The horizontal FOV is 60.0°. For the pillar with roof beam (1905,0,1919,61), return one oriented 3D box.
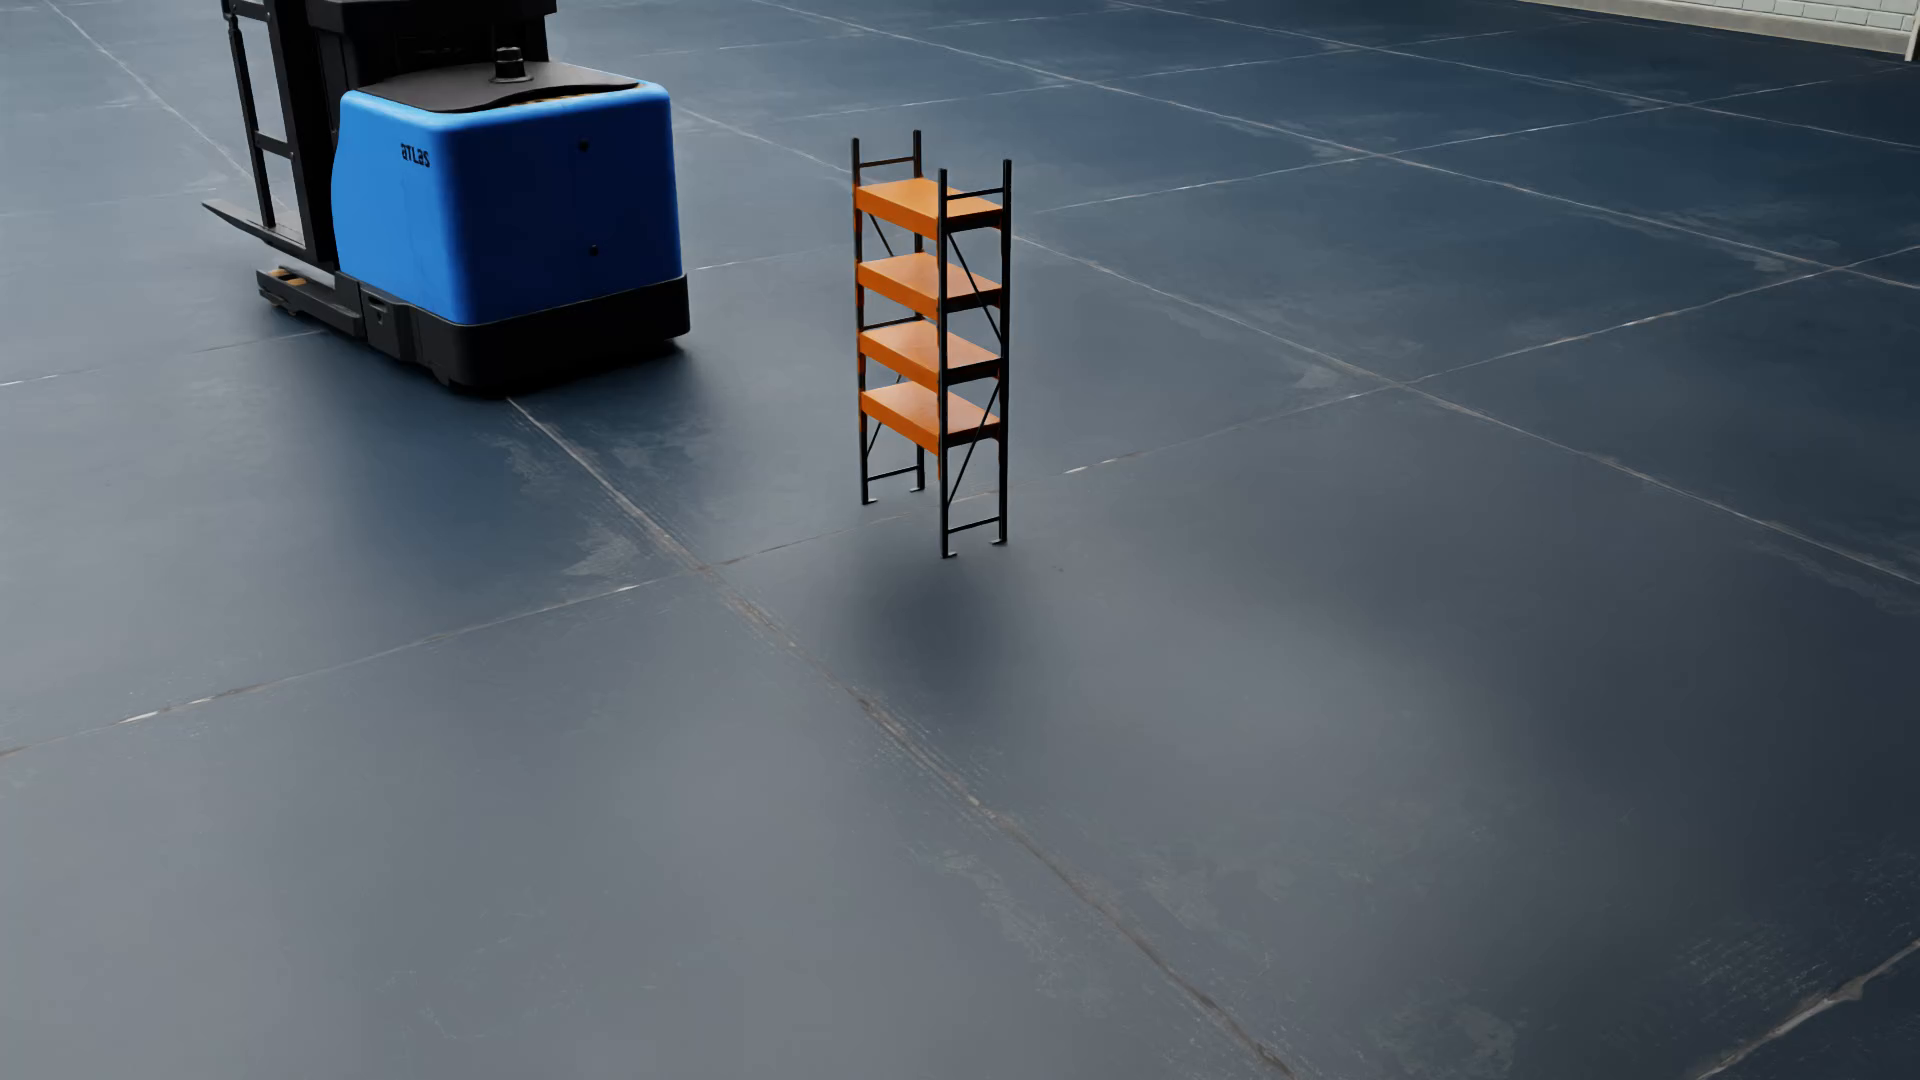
[{"bbox_3d":[4.293,-6.924,9.377,9.100,9.000,0.400,-16,29,-30],"label":"pillar with roof beam"}]

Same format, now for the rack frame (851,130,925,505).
[{"bbox_3d":[-0.224,-0.689,5.304,0.240,1.200,0.015,-16,29,-30],"label":"rack frame"}]

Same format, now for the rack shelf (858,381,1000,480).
[{"bbox_3d":[-0.090,-0.361,5.233,0.258,0.148,0.480,-16,29,-30],"label":"rack shelf"}]

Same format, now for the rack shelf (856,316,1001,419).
[{"bbox_3d":[-0.090,-0.541,5.148,0.258,0.148,0.480,-16,29,-30],"label":"rack shelf"}]

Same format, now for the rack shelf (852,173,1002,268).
[{"bbox_3d":[-0.090,-0.957,4.952,0.258,0.148,0.480,-16,29,-30],"label":"rack shelf"}]

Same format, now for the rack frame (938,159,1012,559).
[{"bbox_3d":[0.043,-0.515,4.934,0.240,1.200,0.015,-16,29,-30],"label":"rack frame"}]

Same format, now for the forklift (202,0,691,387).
[{"bbox_3d":[-2.505,-2.447,7.001,1.130,2.935,3.031,-22,33,-39],"label":"forklift"}]

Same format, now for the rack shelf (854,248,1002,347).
[{"bbox_3d":[-0.090,-0.743,5.053,0.258,0.148,0.480,-16,29,-30],"label":"rack shelf"}]

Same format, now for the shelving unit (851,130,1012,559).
[{"bbox_3d":[-0.090,-0.602,5.119,0.258,1.200,0.503,-16,29,-30],"label":"shelving unit"}]
